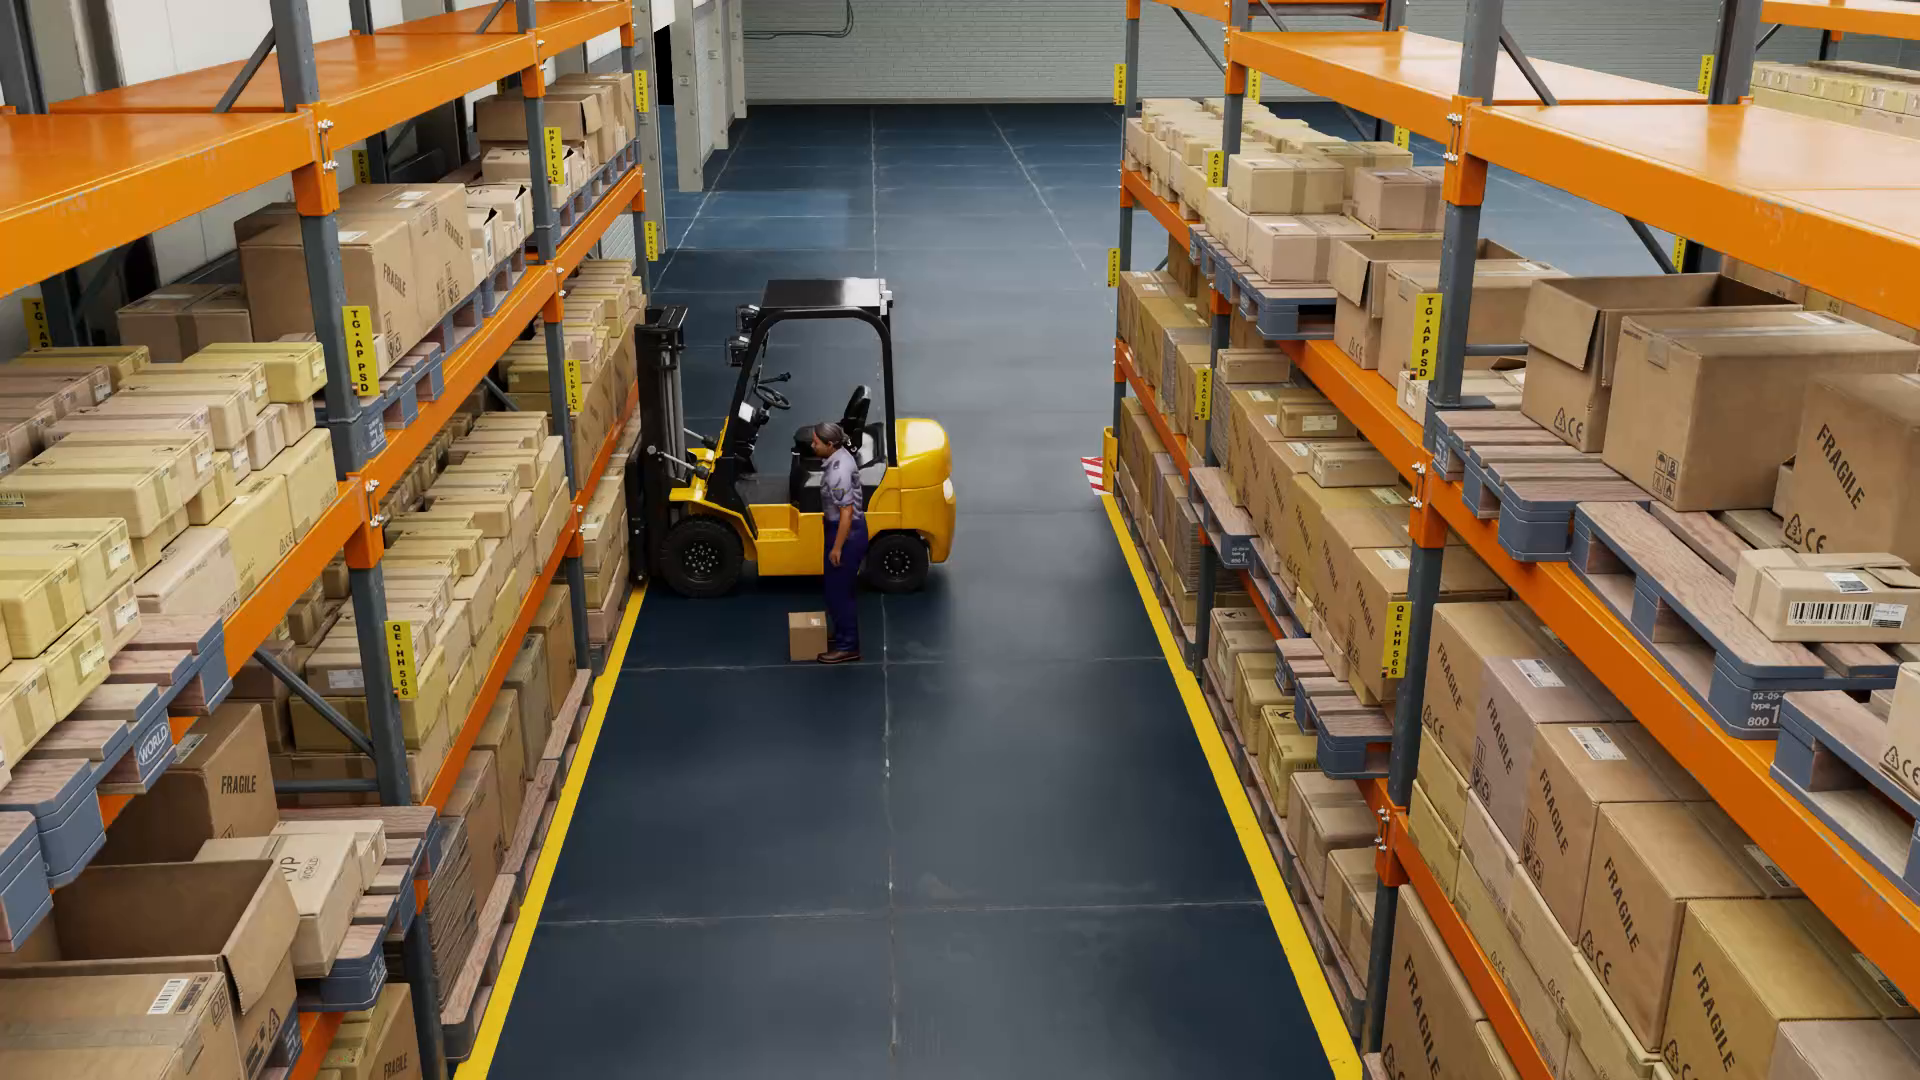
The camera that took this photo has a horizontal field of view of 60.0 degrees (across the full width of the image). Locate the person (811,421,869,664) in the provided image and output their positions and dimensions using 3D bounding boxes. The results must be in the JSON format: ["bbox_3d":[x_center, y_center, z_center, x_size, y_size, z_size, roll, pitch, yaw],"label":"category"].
[{"bbox_3d":[-0.797,-0.011,11.119,0.372,1.651,0.537,-1,21,-4],"label":"person"}]
